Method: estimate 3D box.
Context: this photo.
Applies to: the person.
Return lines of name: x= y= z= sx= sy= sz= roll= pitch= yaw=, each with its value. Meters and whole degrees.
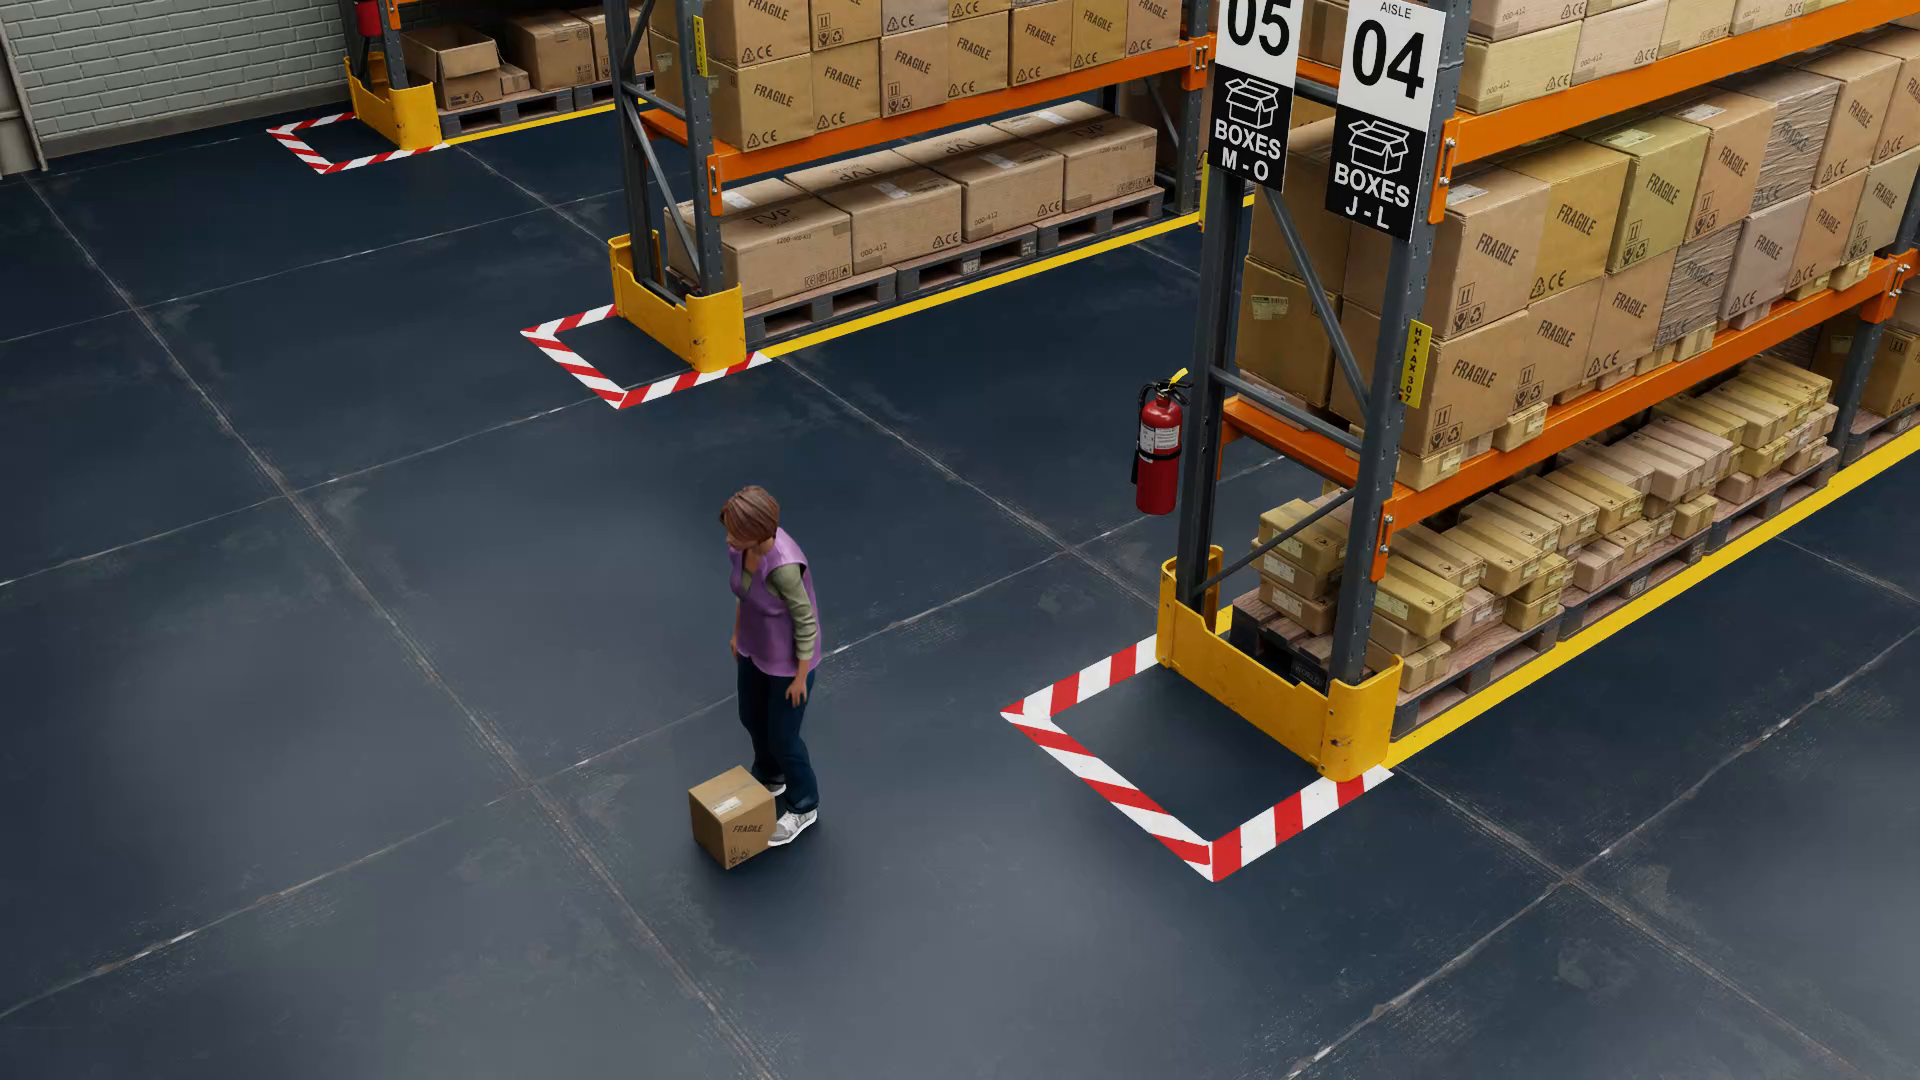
person: x=-0.727 y=0.461 z=6.429 sx=0.348 sy=1.592 sz=0.469 roll=-25 pitch=40 yaw=-33
